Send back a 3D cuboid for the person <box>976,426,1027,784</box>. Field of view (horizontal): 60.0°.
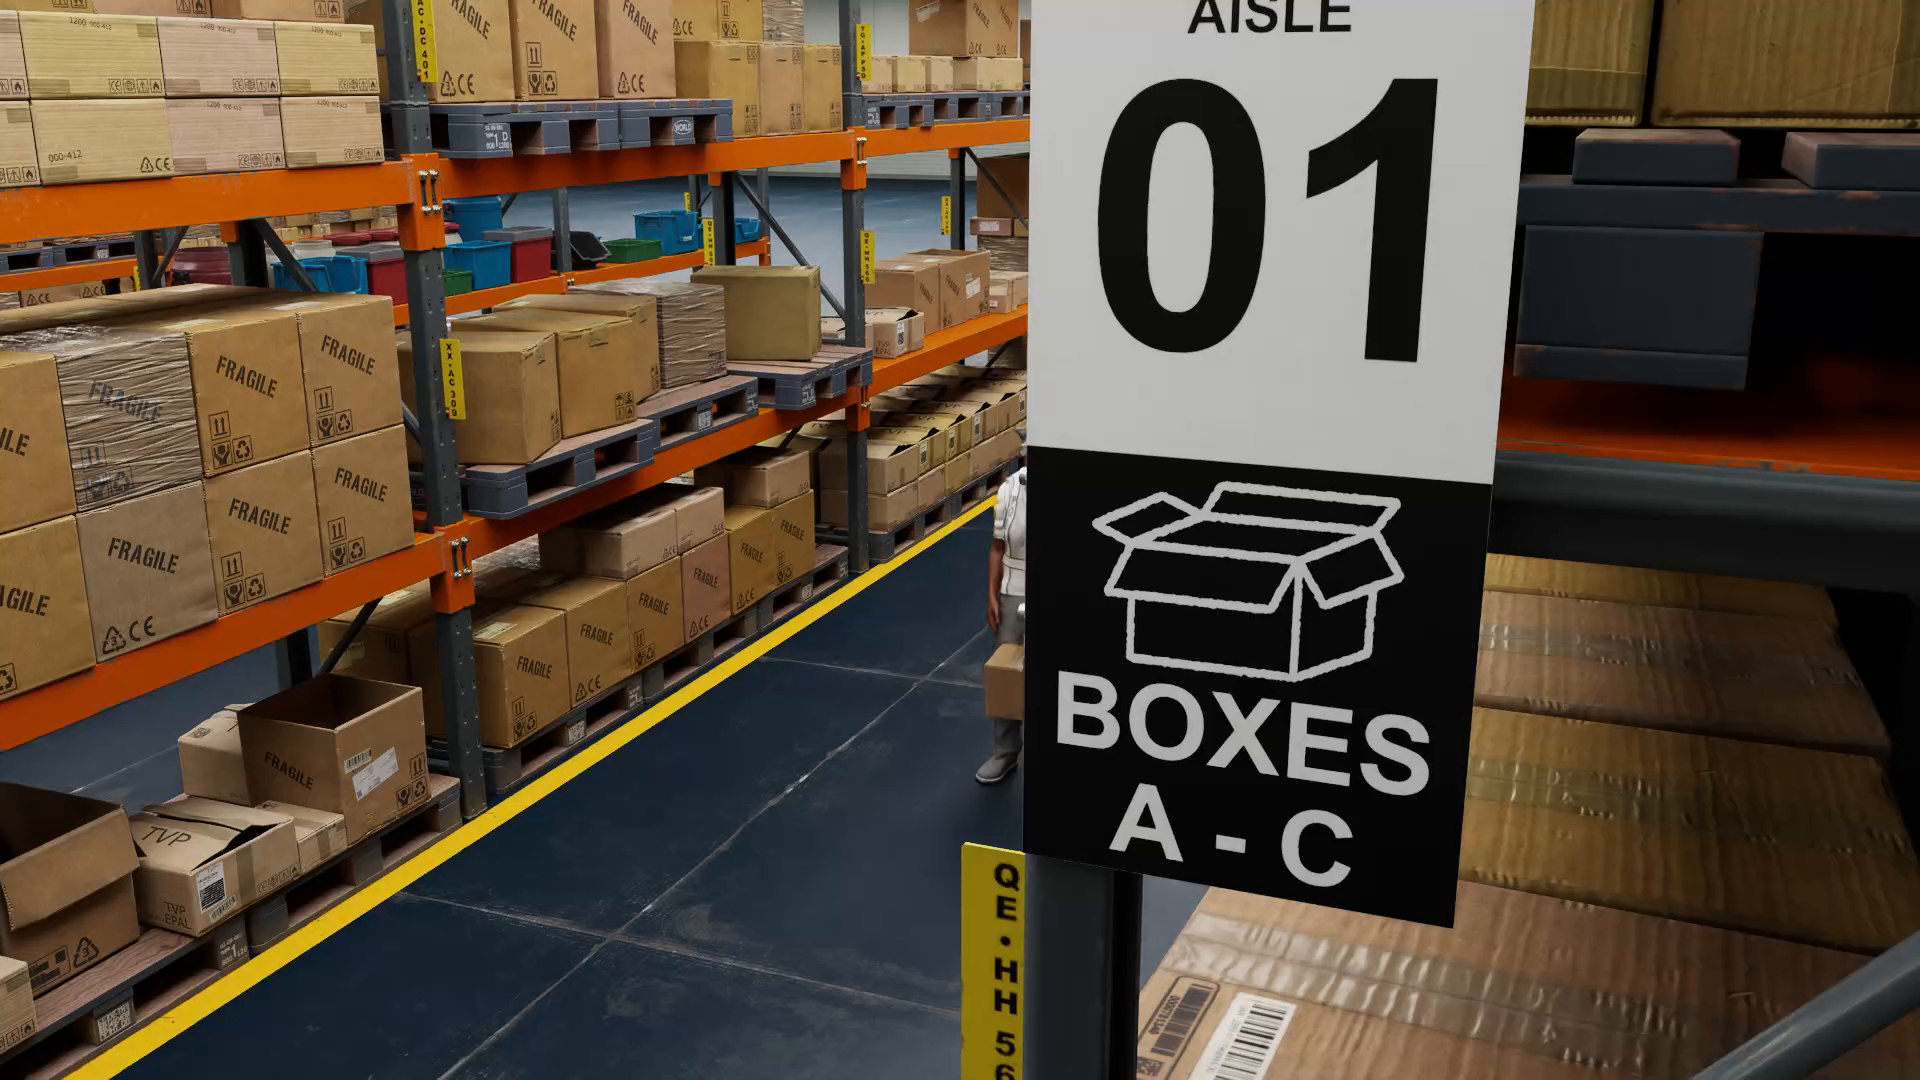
[{"bbox_3d":[0.347,0.286,7.471,0.492,1.672,0.370,6,16,19],"label":"person"}]
